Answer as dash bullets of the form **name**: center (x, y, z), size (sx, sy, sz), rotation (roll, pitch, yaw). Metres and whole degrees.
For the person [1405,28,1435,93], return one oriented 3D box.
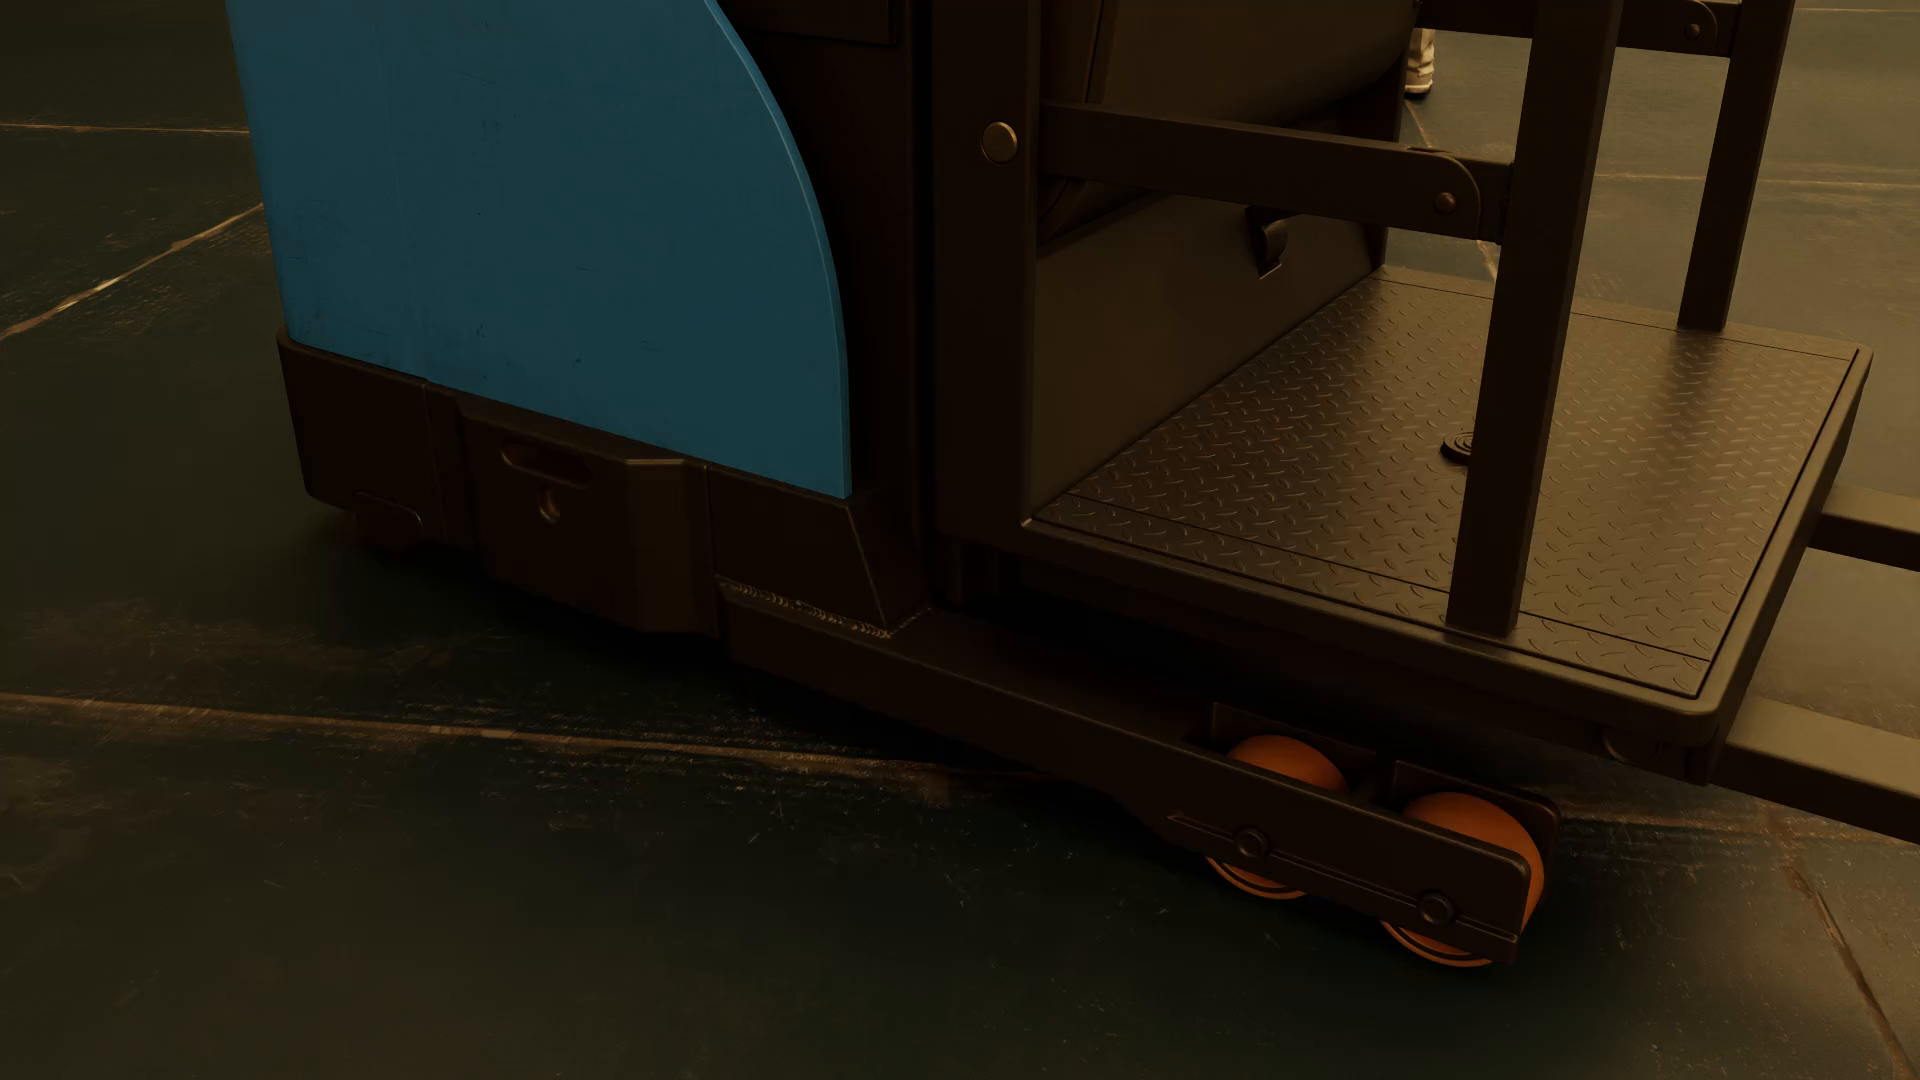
- **person**: center (1.267, -2.165, 4.974), size (0.569, 1.652, 0.500), rotation (0, 27, 1)

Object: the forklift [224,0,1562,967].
- **forklift**: center (0.066, -1.264, 1.822), size (1.939, 2.867, 1.129), rotation (16, 31, 29)
